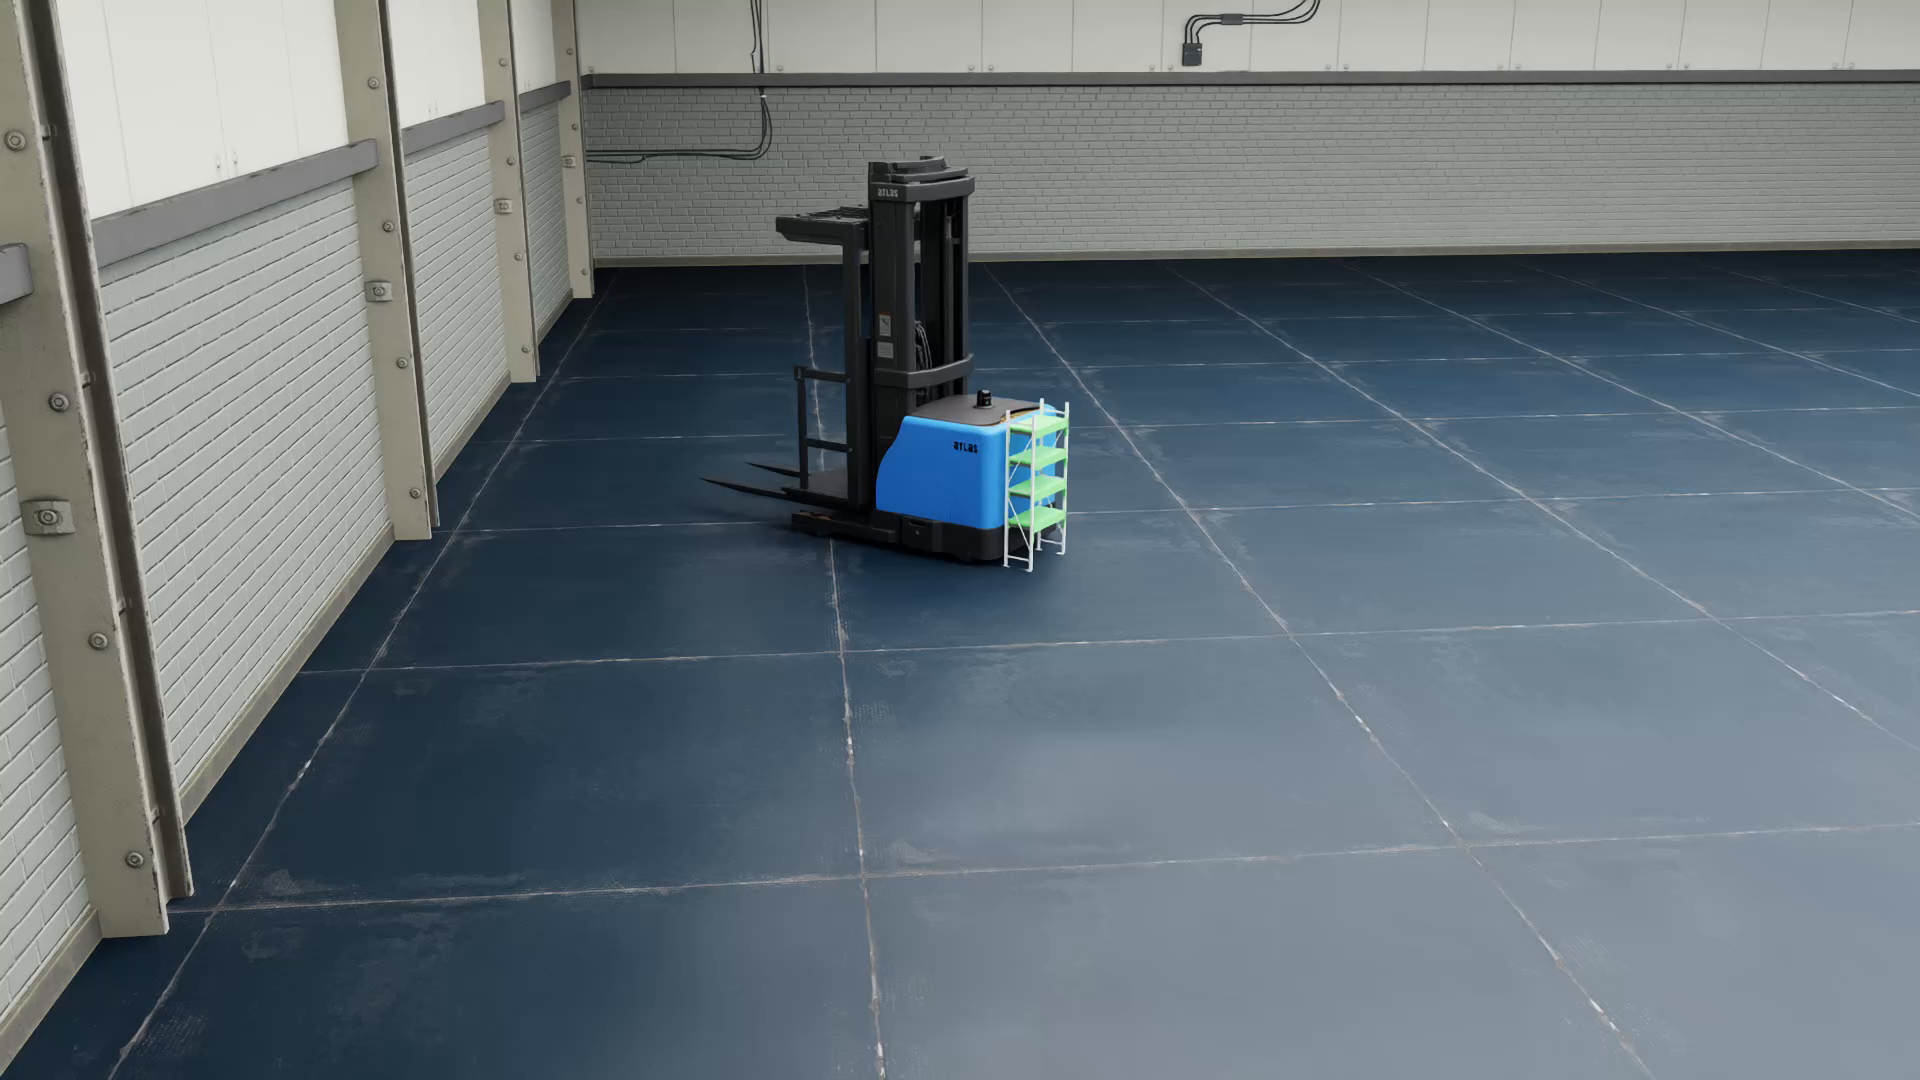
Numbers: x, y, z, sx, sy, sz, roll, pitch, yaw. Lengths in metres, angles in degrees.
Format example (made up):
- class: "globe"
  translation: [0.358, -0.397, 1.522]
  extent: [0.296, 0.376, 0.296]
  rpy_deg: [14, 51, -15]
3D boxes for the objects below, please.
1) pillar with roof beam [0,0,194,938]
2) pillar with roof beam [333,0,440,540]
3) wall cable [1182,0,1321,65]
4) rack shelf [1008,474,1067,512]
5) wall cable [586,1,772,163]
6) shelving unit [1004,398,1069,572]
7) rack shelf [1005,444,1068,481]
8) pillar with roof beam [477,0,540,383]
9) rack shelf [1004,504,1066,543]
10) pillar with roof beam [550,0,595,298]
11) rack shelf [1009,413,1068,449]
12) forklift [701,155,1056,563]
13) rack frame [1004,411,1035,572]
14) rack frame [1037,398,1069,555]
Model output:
- class: "pillar with roof beam"
  translation: [0.521, -2.700, 6.754]
  extent: [9.100, 9.000, 0.400]
  rpy_deg: [-2, 18, -6]
- class: "pillar with roof beam"
  translation: [-0.098, -4.488, 12.448]
  extent: [9.100, 9.000, 0.400]
  rpy_deg: [-2, 18, -6]
- class: "wall cable"
  translation: [4.839, -10.760, 26.748]
  extent: [2.305, 6.003, 0.169]
  rpy_deg: [-2, 18, -6]
- class: "rack shelf"
  translation: [0.573, -0.355, 12.514]
  extent: [0.258, 0.148, 0.480]
  rpy_deg: [12, 21, 31]
- class: "wall cable"
  translation: [-4.606, -7.367, 26.803]
  extent: [3.097, 2.526, 0.112]
  rpy_deg: [-2, 18, -6]
- class: "shelving unit"
  translation: [0.573, -0.416, 12.495]
  extent: [0.258, 1.200, 0.503]
  rpy_deg: [12, 21, 31]
- class: "rack shelf"
  translation: [0.574, -0.584, 12.441]
  extent: [0.258, 0.148, 0.480]
  rpy_deg: [12, 21, 31]
- class: "pillar with roof beam"
  translation: [-0.716, -6.275, 18.142]
  extent: [9.100, 9.000, 0.400]
  rpy_deg: [-2, 18, -6]
- class: "rack shelf"
  translation: [0.571, -0.126, 12.587]
  extent: [0.258, 0.148, 0.480]
  rpy_deg: [12, 21, 31]
- class: "pillar with roof beam"
  translation: [-1.335, -8.063, 23.836]
  extent: [9.100, 9.000, 0.400]
  rpy_deg: [-2, 18, -6]
- class: "rack shelf"
  translation: [0.576, -0.812, 12.369]
  extent: [0.258, 0.148, 0.480]
  rpy_deg: [12, 21, 31]
- class: "forklift"
  translation: [-0.751, -1.546, 13.207]
  extent: [3.031, 2.935, 1.130]
  rpy_deg: [11, 21, 31]
- class: "rack frame"
  translation: [0.440, -0.355, 12.300]
  extent: [0.240, 1.200, 0.015]
  rpy_deg: [12, 21, 31]
- class: "rack frame"
  translation: [0.707, -0.477, 12.690]
  extent: [0.240, 1.200, 0.015]
  rpy_deg: [12, 21, 31]
